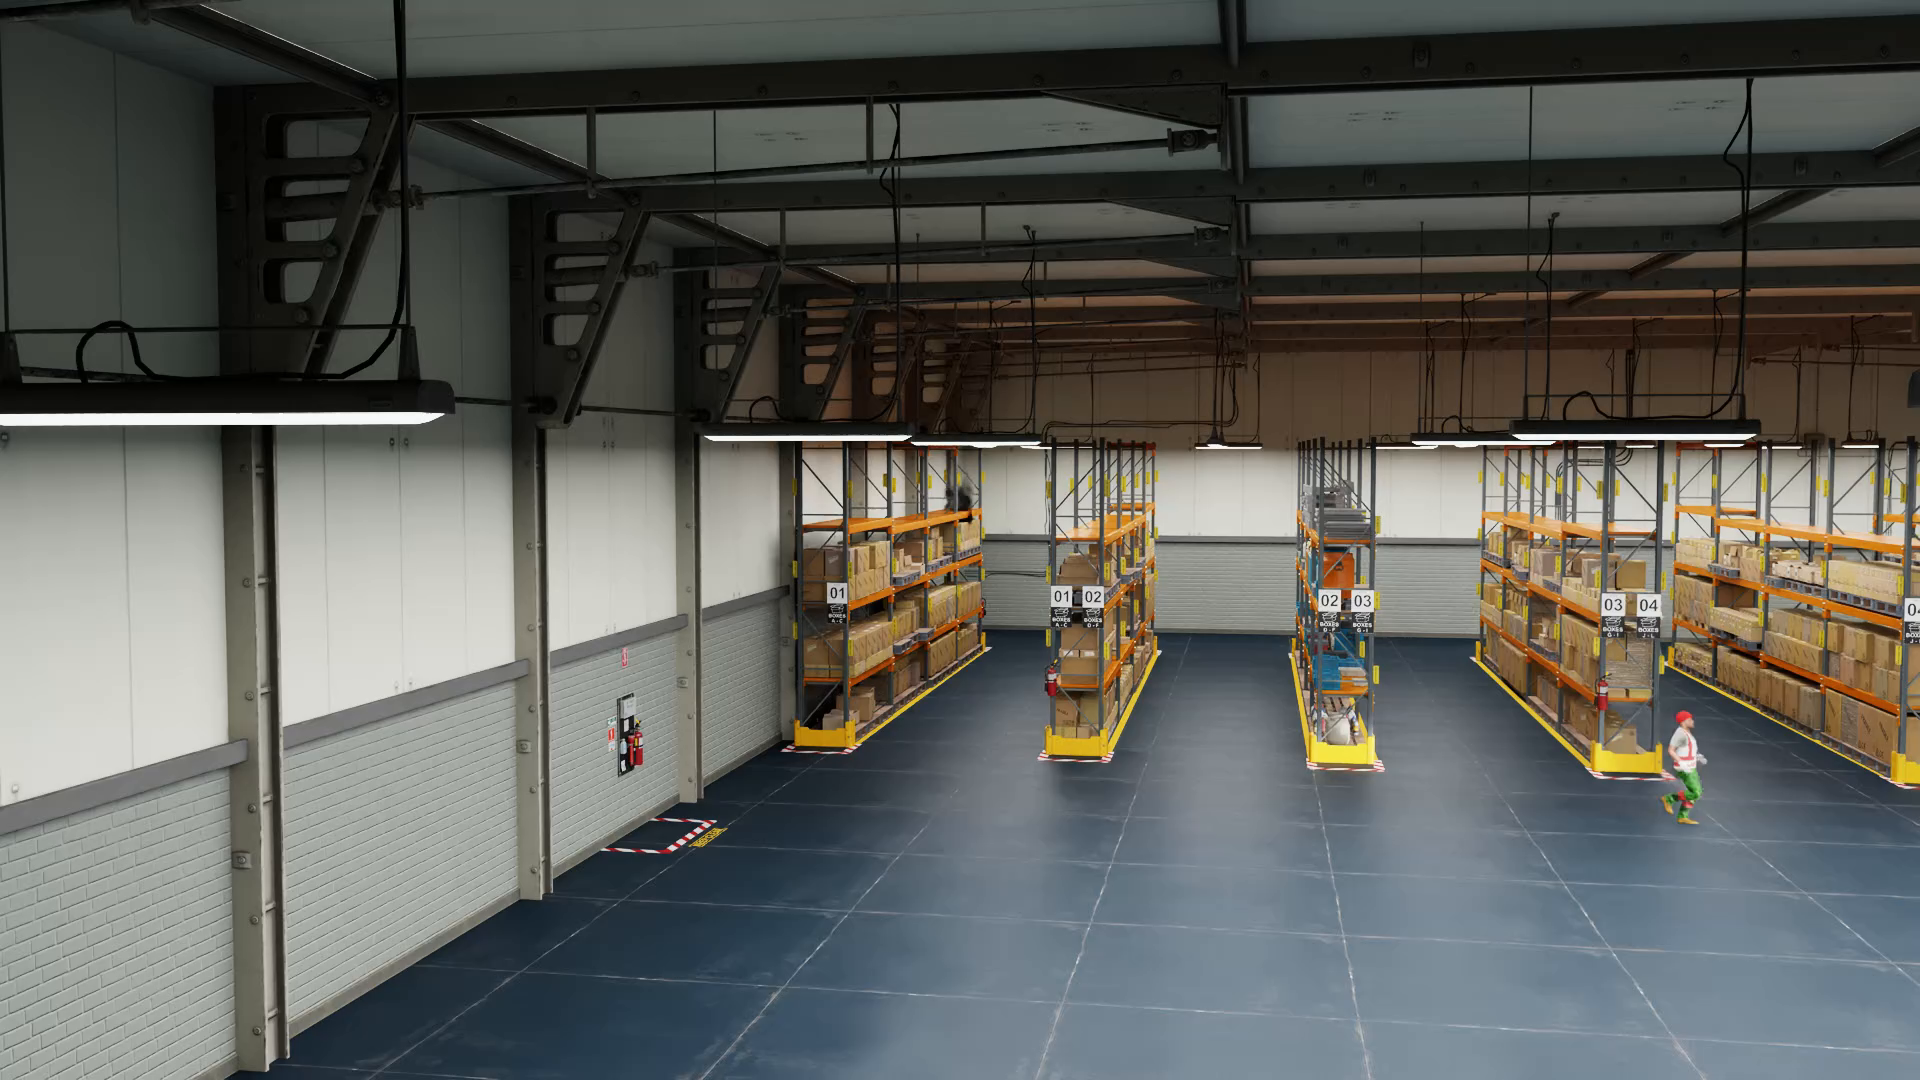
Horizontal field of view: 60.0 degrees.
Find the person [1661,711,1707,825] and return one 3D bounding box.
[{"bbox_3d":[11.142,3.499,25.590,0.601,1.738,0.658,2,4,36],"label":"person"}]

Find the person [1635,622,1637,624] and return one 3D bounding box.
[{"bbox_3d":[18.803,2.491,45.845,0.870,1.601,0.684,0,3,3],"label":"person"}]
